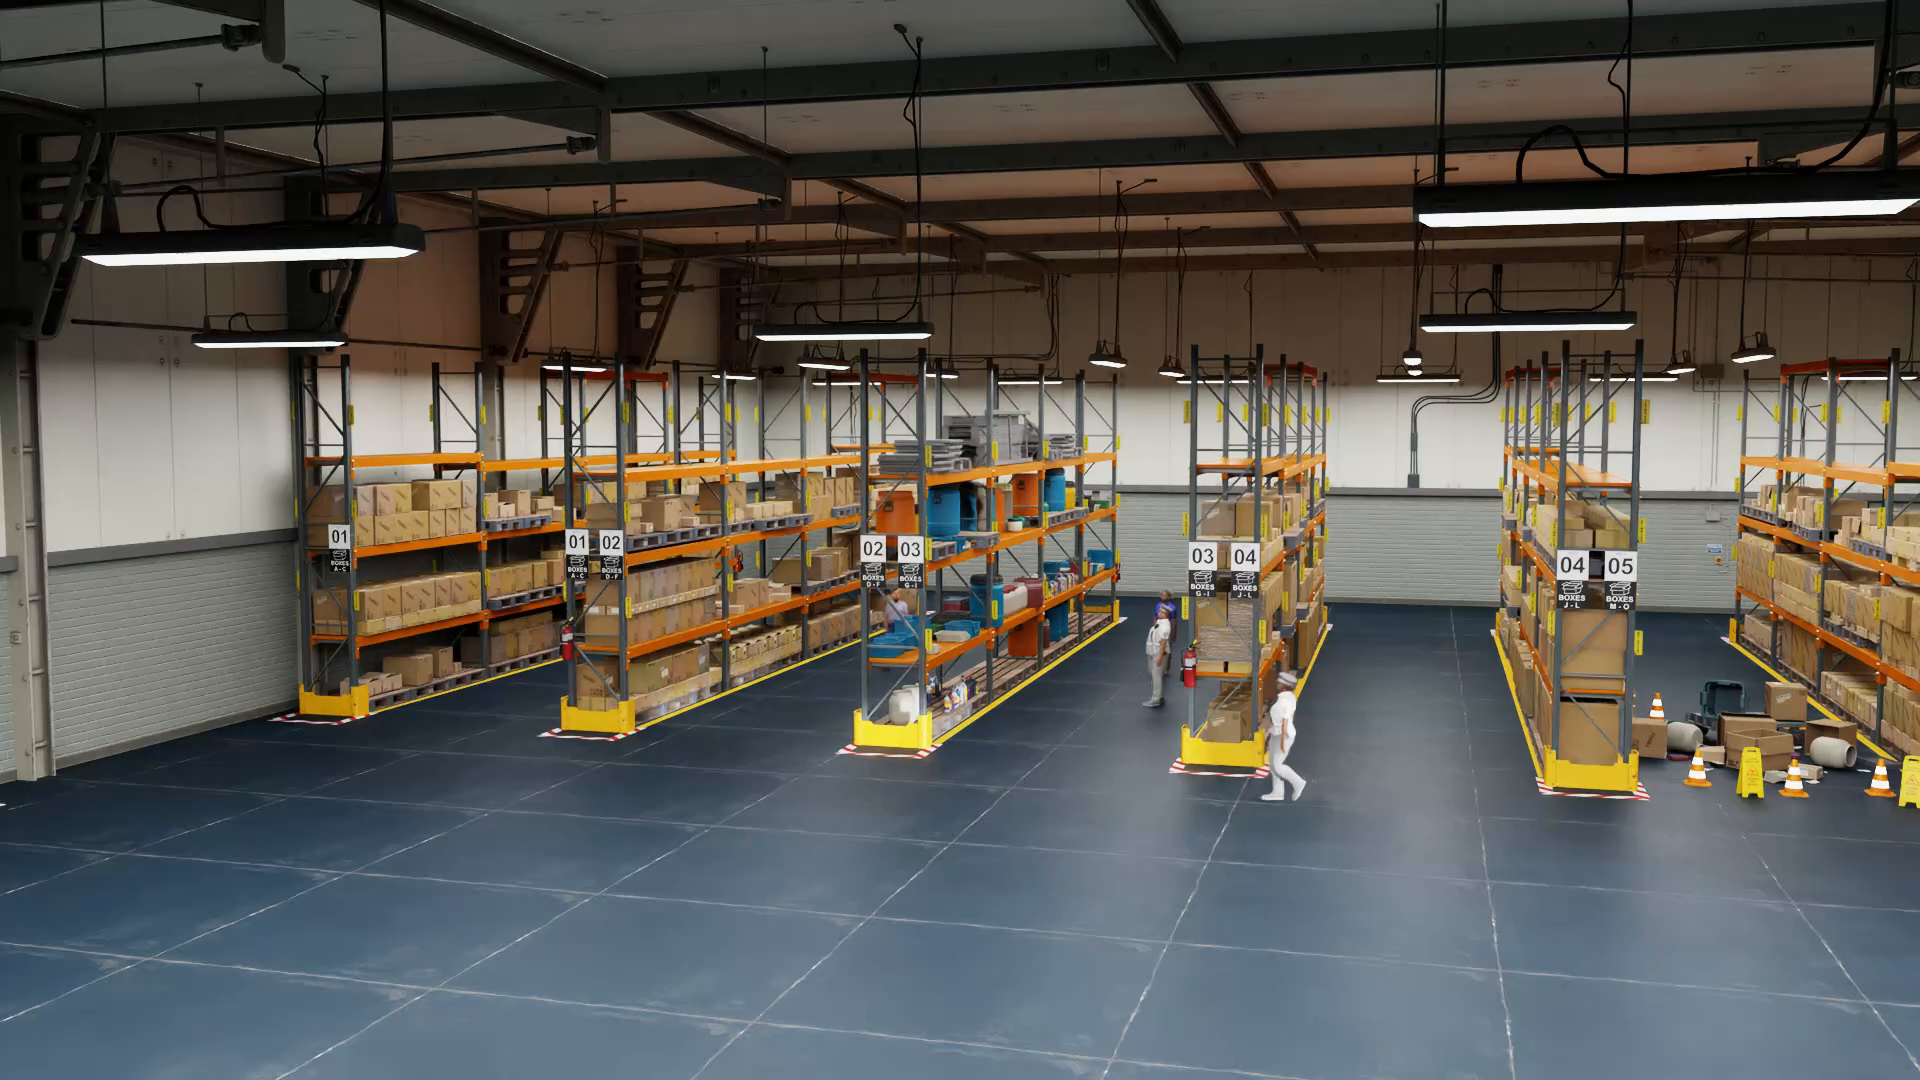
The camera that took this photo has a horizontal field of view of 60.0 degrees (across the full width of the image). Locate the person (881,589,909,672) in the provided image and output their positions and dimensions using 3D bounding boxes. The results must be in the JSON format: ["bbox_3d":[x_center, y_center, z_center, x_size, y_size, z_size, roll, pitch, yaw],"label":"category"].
[{"bbox_3d":[-1.221,1.752,32.453,0.576,1.592,0.947,2,5,24],"label":"person"}]

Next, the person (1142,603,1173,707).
[{"bbox_3d":[3.371,1.977,28.720,0.618,1.764,0.547,-2,5,-24],"label":"person"}]

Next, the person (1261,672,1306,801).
[{"bbox_3d":[4.179,2.540,21.477,0.490,1.681,0.457,-1,4,-12],"label":"person"}]

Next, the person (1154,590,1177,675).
[{"bbox_3d":[3.972,1.768,32.188,0.490,1.620,0.645,1,4,15],"label":"person"}]

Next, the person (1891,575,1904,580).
[{"bbox_3d":[21.093,1.321,37.406,0.987,1.750,0.591,1,4,9],"label":"person"}]
